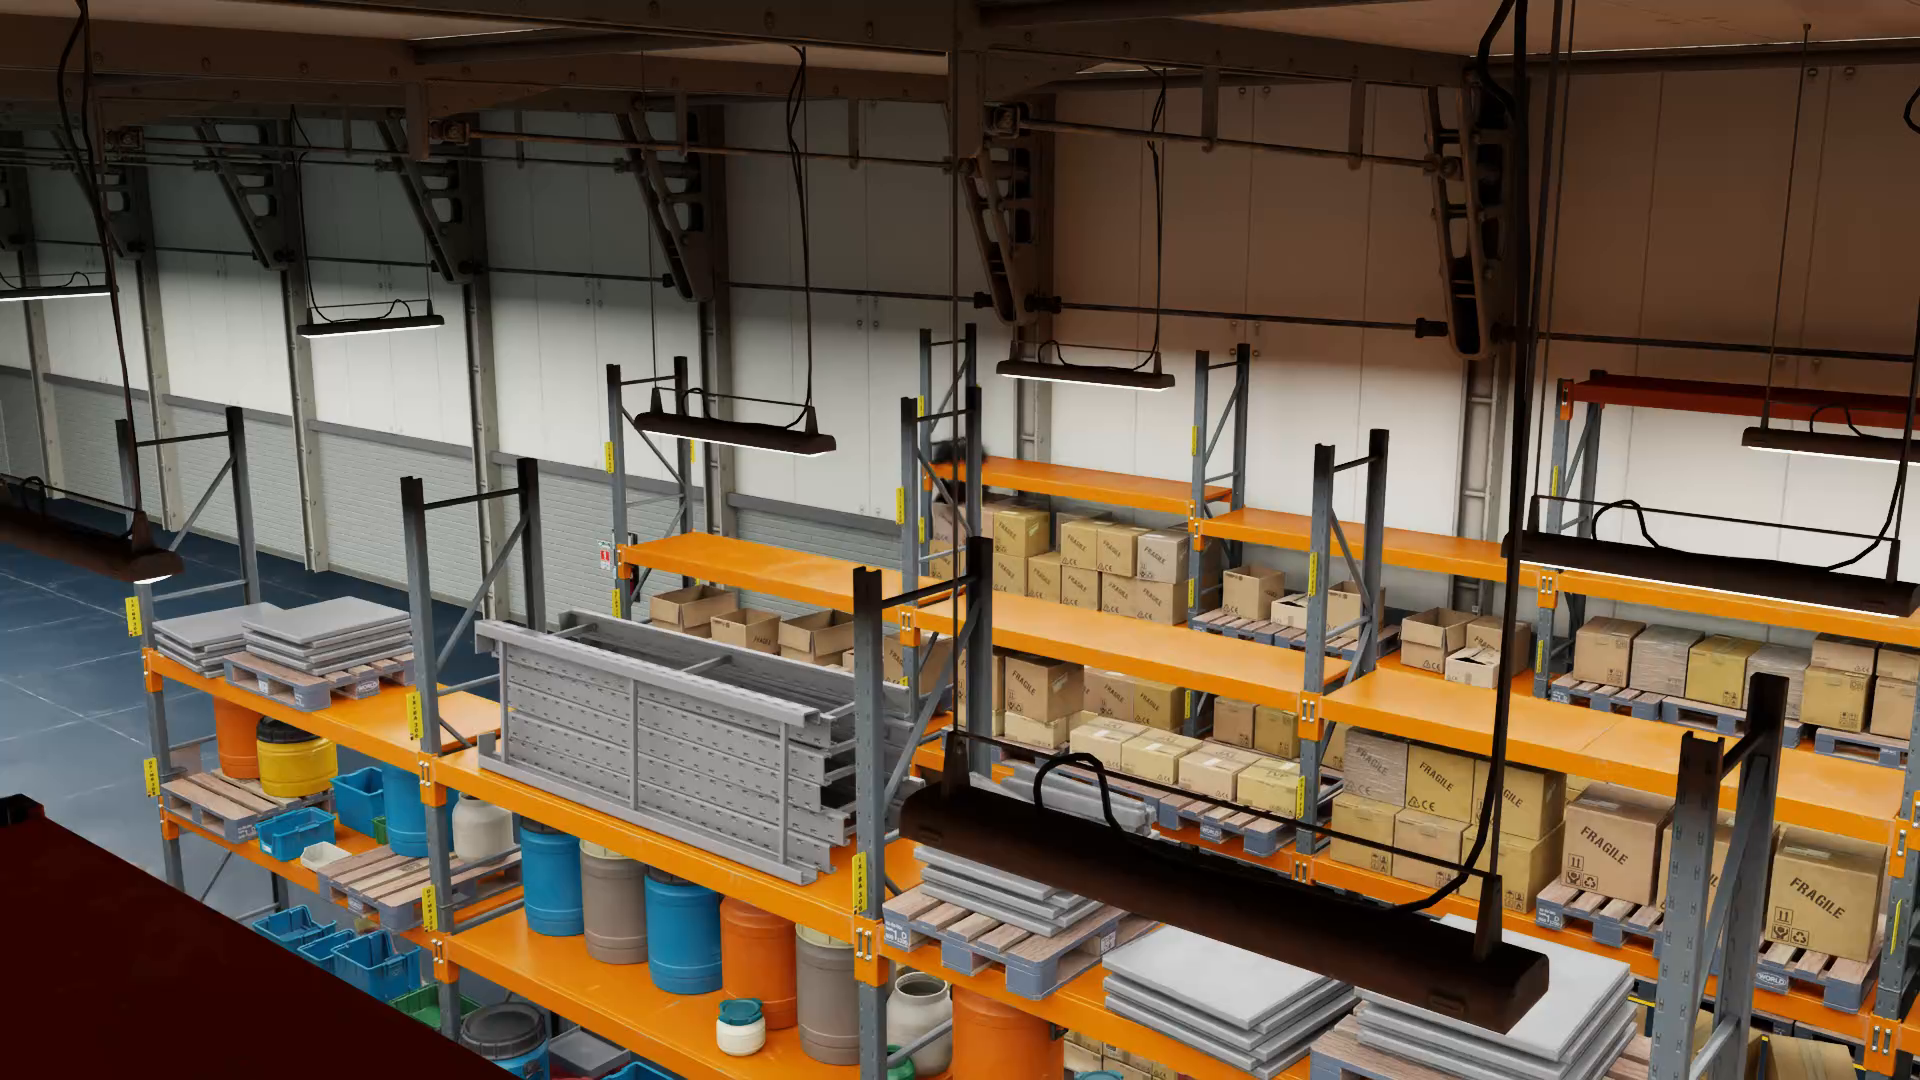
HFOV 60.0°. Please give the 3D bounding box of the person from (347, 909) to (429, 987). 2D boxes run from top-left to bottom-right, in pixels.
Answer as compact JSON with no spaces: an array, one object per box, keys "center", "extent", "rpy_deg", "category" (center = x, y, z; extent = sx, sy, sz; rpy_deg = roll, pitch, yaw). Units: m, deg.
[{"center":[-5.669,3.702,15.968],"extent":[0.992,1.656,0.606],"rpy_deg":[3,13,14],"category":"person"}]
